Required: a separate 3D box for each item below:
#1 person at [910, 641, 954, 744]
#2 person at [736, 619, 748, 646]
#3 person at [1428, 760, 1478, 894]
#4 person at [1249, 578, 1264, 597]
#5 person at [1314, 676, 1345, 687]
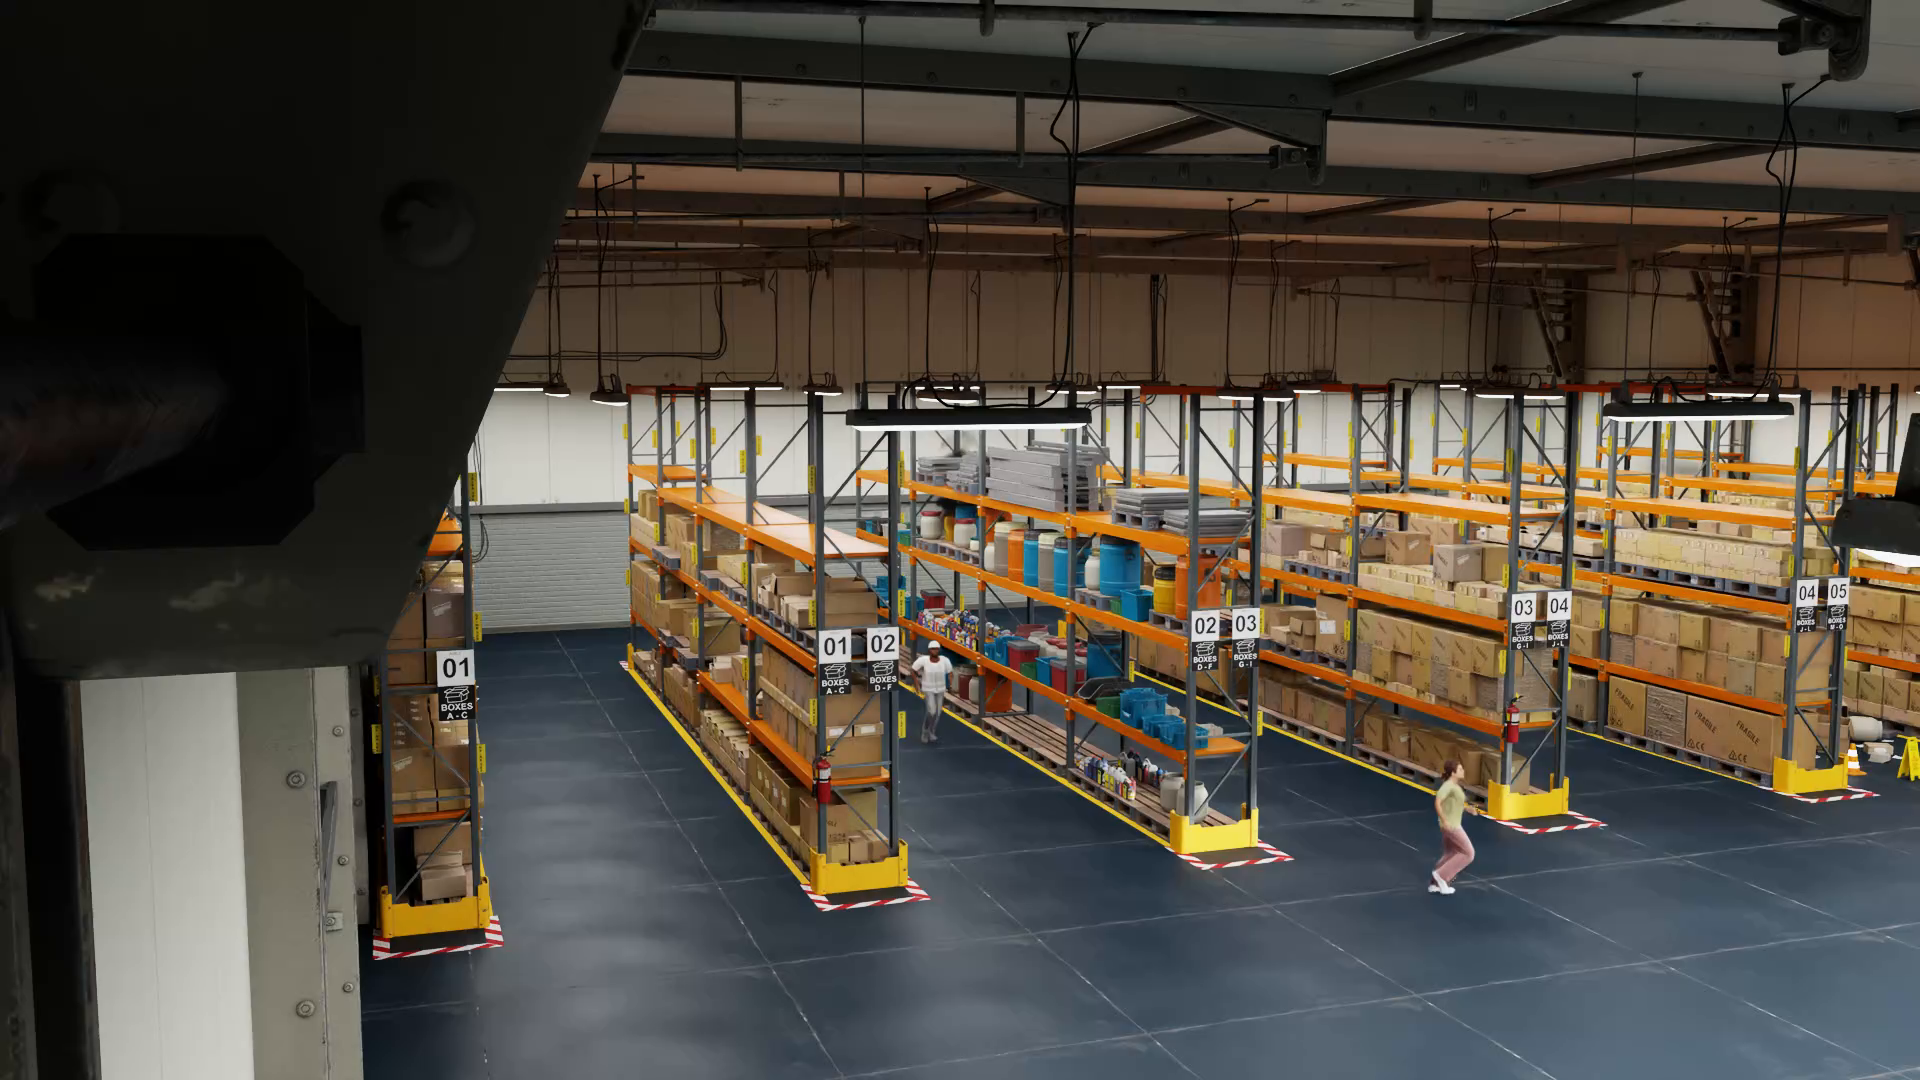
[{"bbox_3d":[-0.425,2.564,28.060,0.697,1.753,0.672,-2,6,-20],"label":"person"},{"bbox_3d":[-4.647,1.825,35.622,0.608,1.664,0.674,5,8,41],"label":"person"},{"bbox_3d":[5.940,3.448,20.005,0.557,1.638,0.586,1,6,13],"label":"person"},{"bbox_3d":[7.398,1.286,41.299,0.579,1.617,0.590,0,6,-4],"label":"person"},{"bbox_3d":[7.395,1.988,33.424,0.705,1.846,0.898,-2,6,-22],"label":"person"}]
